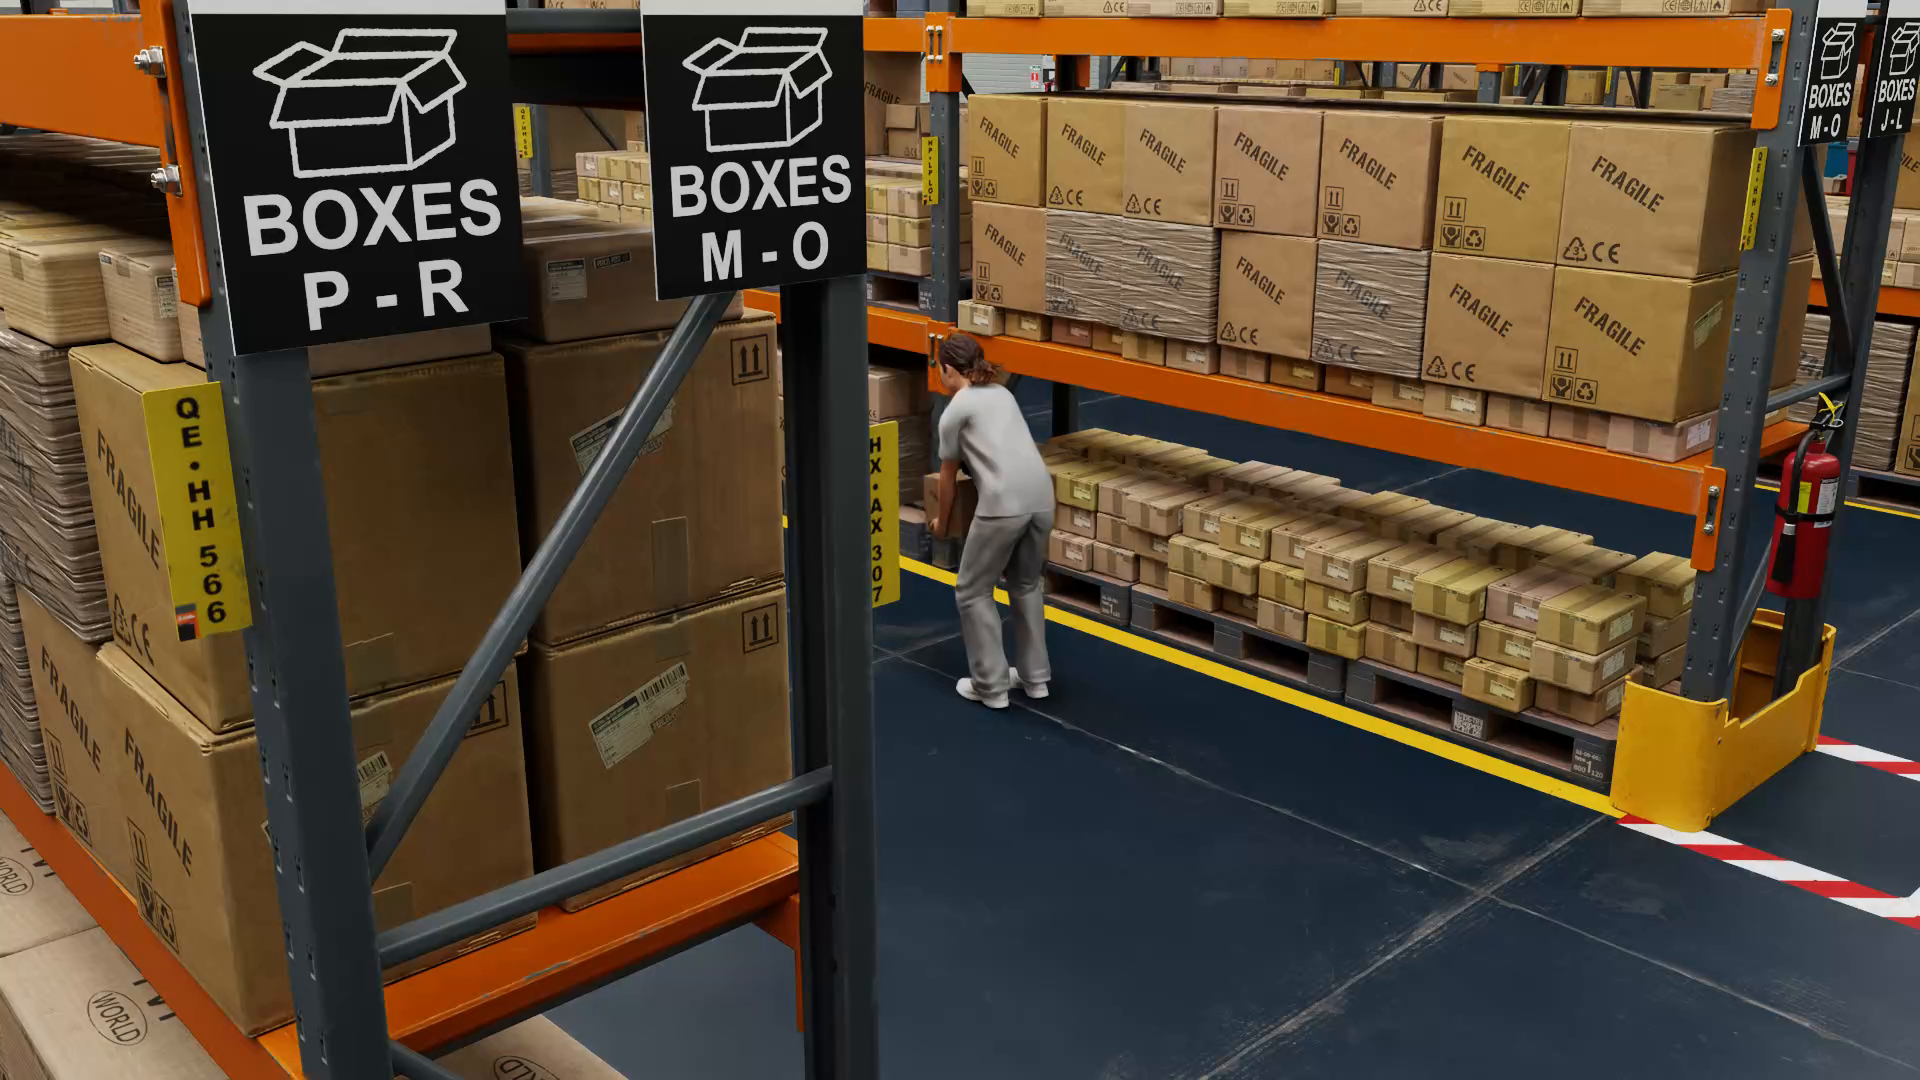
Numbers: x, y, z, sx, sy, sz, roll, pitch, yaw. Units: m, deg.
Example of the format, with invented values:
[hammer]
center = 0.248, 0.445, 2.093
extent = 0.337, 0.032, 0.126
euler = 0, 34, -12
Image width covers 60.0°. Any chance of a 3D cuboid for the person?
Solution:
[person]
center = 0.122, -0.090, 7.076
extent = 0.408, 1.538, 0.630
euler = -12, 21, -33
